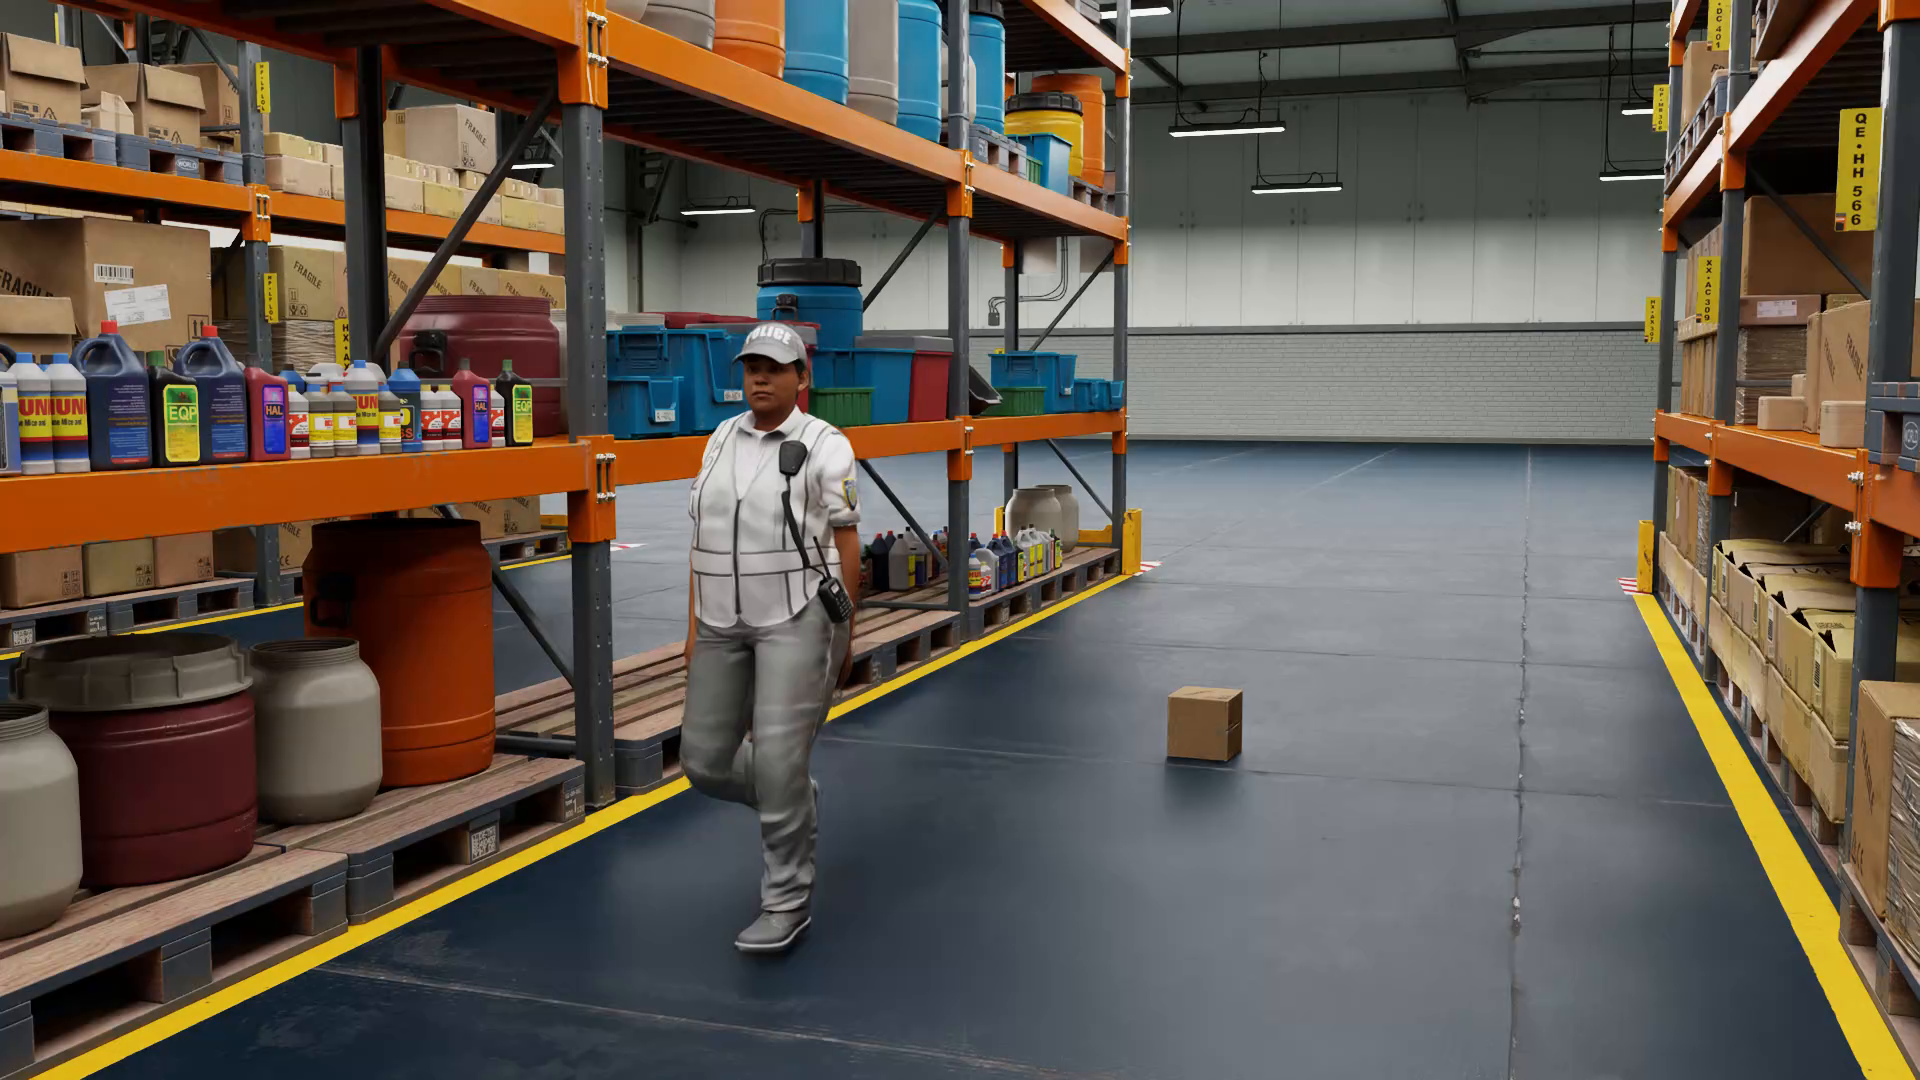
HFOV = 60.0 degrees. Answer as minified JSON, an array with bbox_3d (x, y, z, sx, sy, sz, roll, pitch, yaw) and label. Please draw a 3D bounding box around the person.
[{"bbox_3d":[-0.493,0.232,4.558,0.477,1.640,0.669,2,6,24],"label":"person"}]
